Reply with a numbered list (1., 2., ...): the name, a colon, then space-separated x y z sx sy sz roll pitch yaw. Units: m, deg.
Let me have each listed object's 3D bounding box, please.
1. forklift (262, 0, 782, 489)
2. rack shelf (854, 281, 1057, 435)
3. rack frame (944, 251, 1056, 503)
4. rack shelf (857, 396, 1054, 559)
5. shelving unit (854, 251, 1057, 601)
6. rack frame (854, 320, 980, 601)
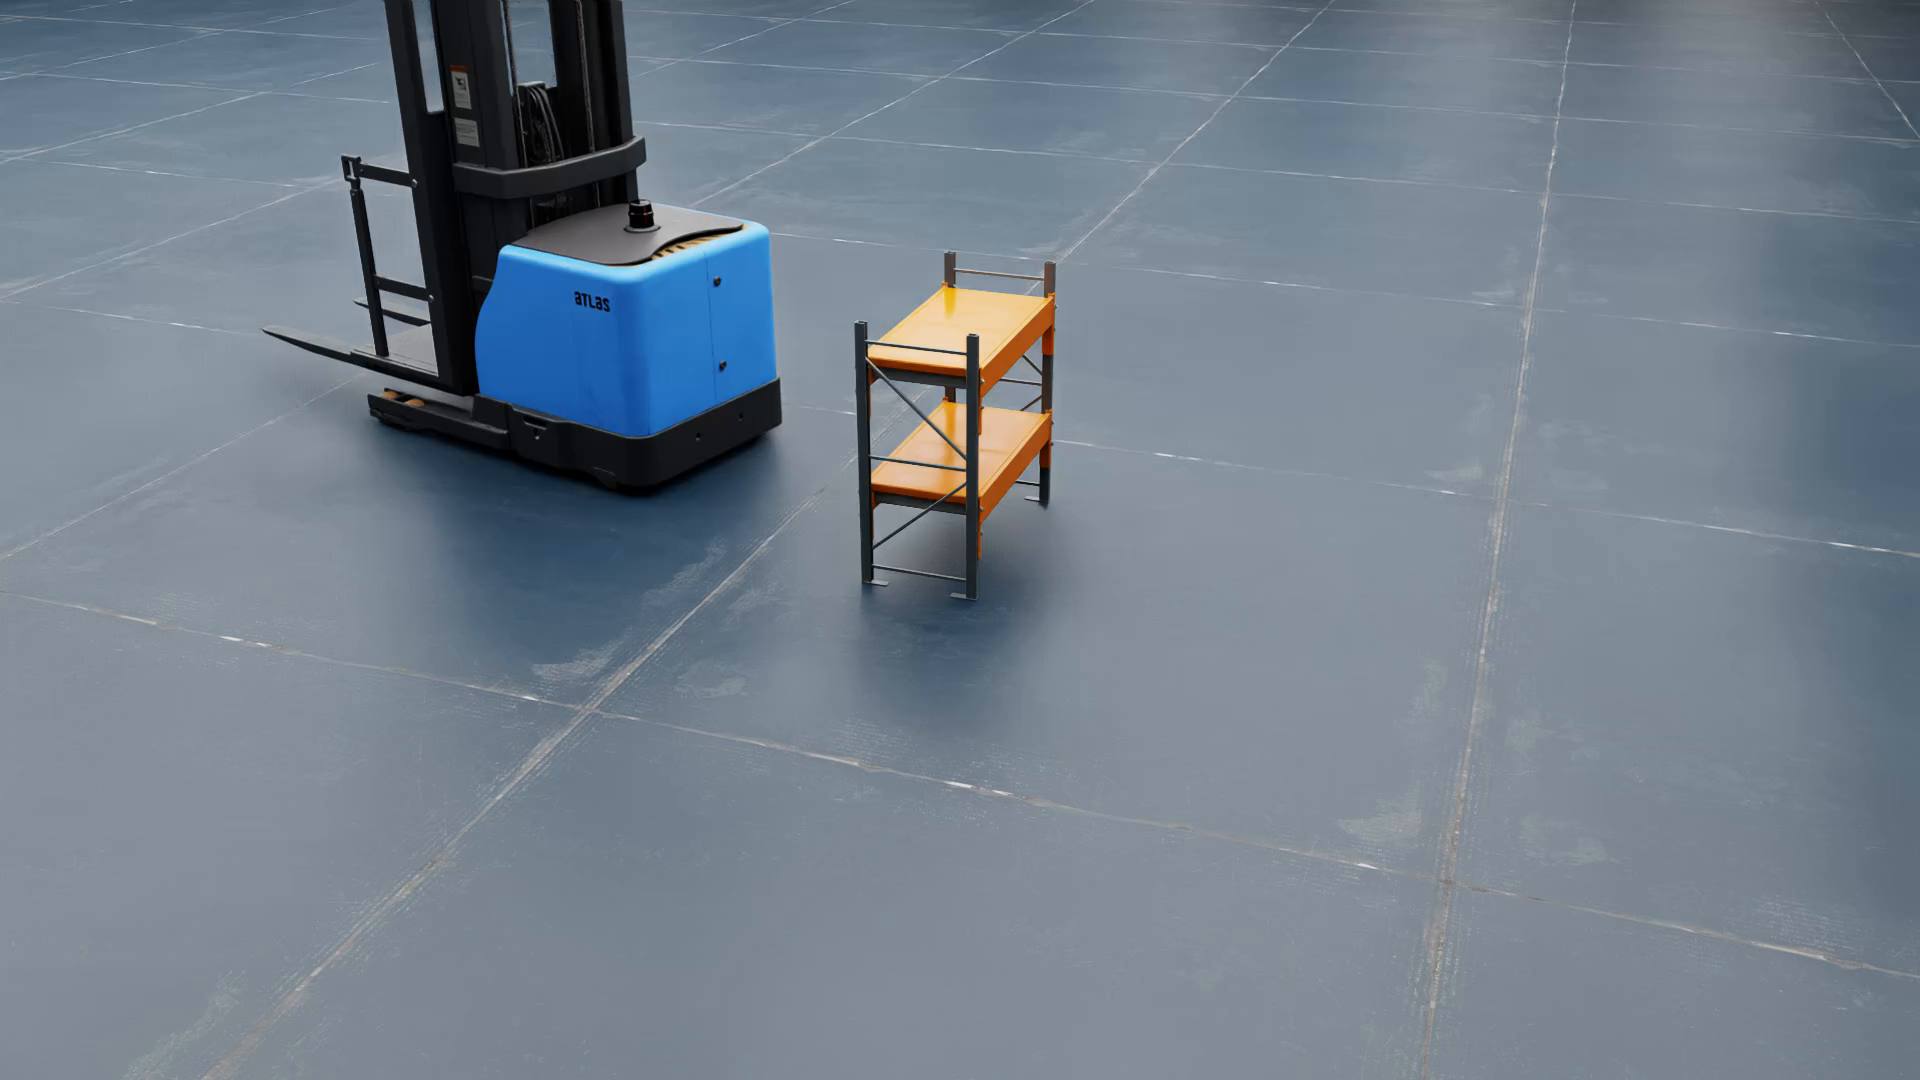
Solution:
1. forklift: -2.397 -2.035 8.089 3.031 2.935 1.130 16 30 30
2. rack shelf: 0.002 -0.772 6.883 0.538 0.278 1.000 9 27 17
3. rack frame: 0.171 -0.718 7.442 0.500 1.125 0.032 9 27 17
4. rack shelf: 0.002 -0.289 7.117 0.538 0.278 1.000 9 27 17
5. shelving unit: 0.002 -0.509 7.011 0.538 1.125 1.048 9 27 17
6. rack frame: -0.167 -0.300 6.579 0.500 1.125 0.032 9 27 17
